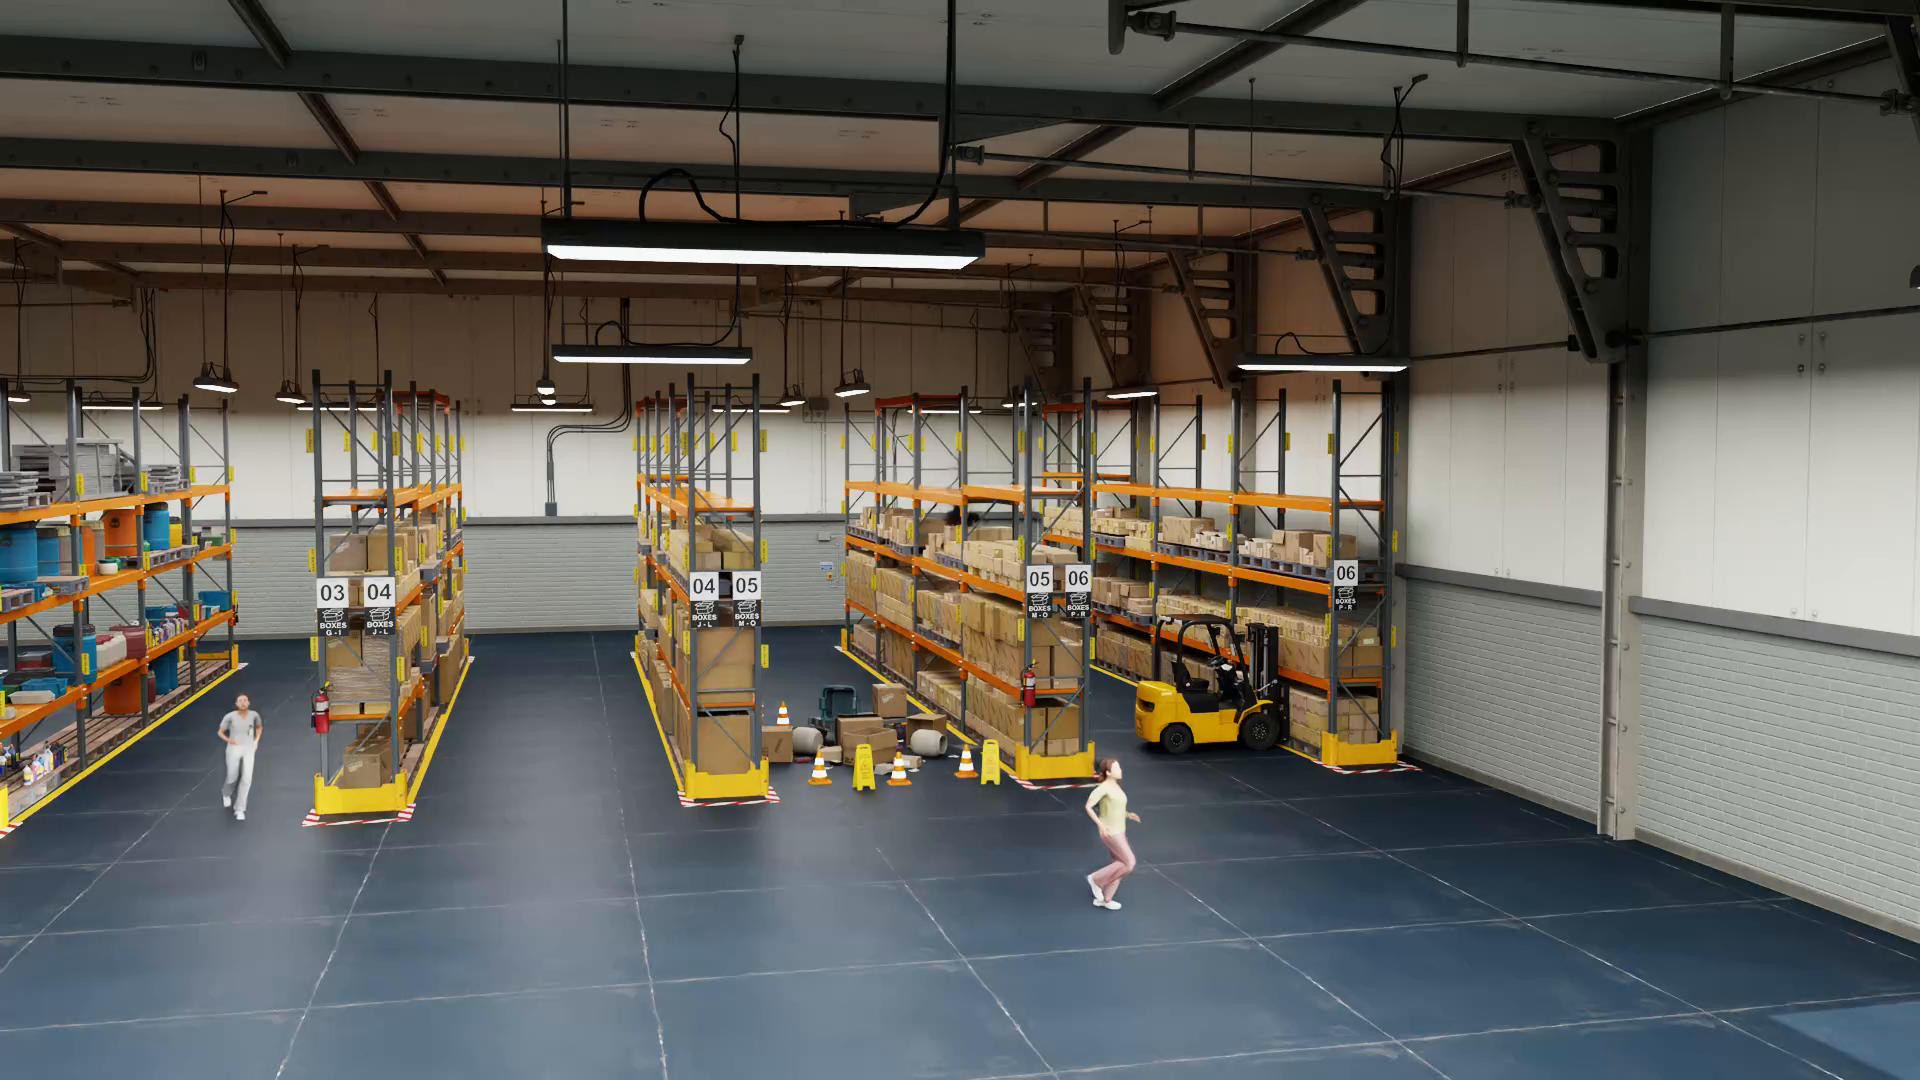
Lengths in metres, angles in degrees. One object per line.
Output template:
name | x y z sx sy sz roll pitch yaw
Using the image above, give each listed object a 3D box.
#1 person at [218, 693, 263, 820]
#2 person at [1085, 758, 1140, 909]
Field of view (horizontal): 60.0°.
person | -9.705 2.882 22.454 0.578 1.659 0.851 -2 4 -31
person | 1.662 3.155 17.880 0.537 1.630 0.573 1 4 24
